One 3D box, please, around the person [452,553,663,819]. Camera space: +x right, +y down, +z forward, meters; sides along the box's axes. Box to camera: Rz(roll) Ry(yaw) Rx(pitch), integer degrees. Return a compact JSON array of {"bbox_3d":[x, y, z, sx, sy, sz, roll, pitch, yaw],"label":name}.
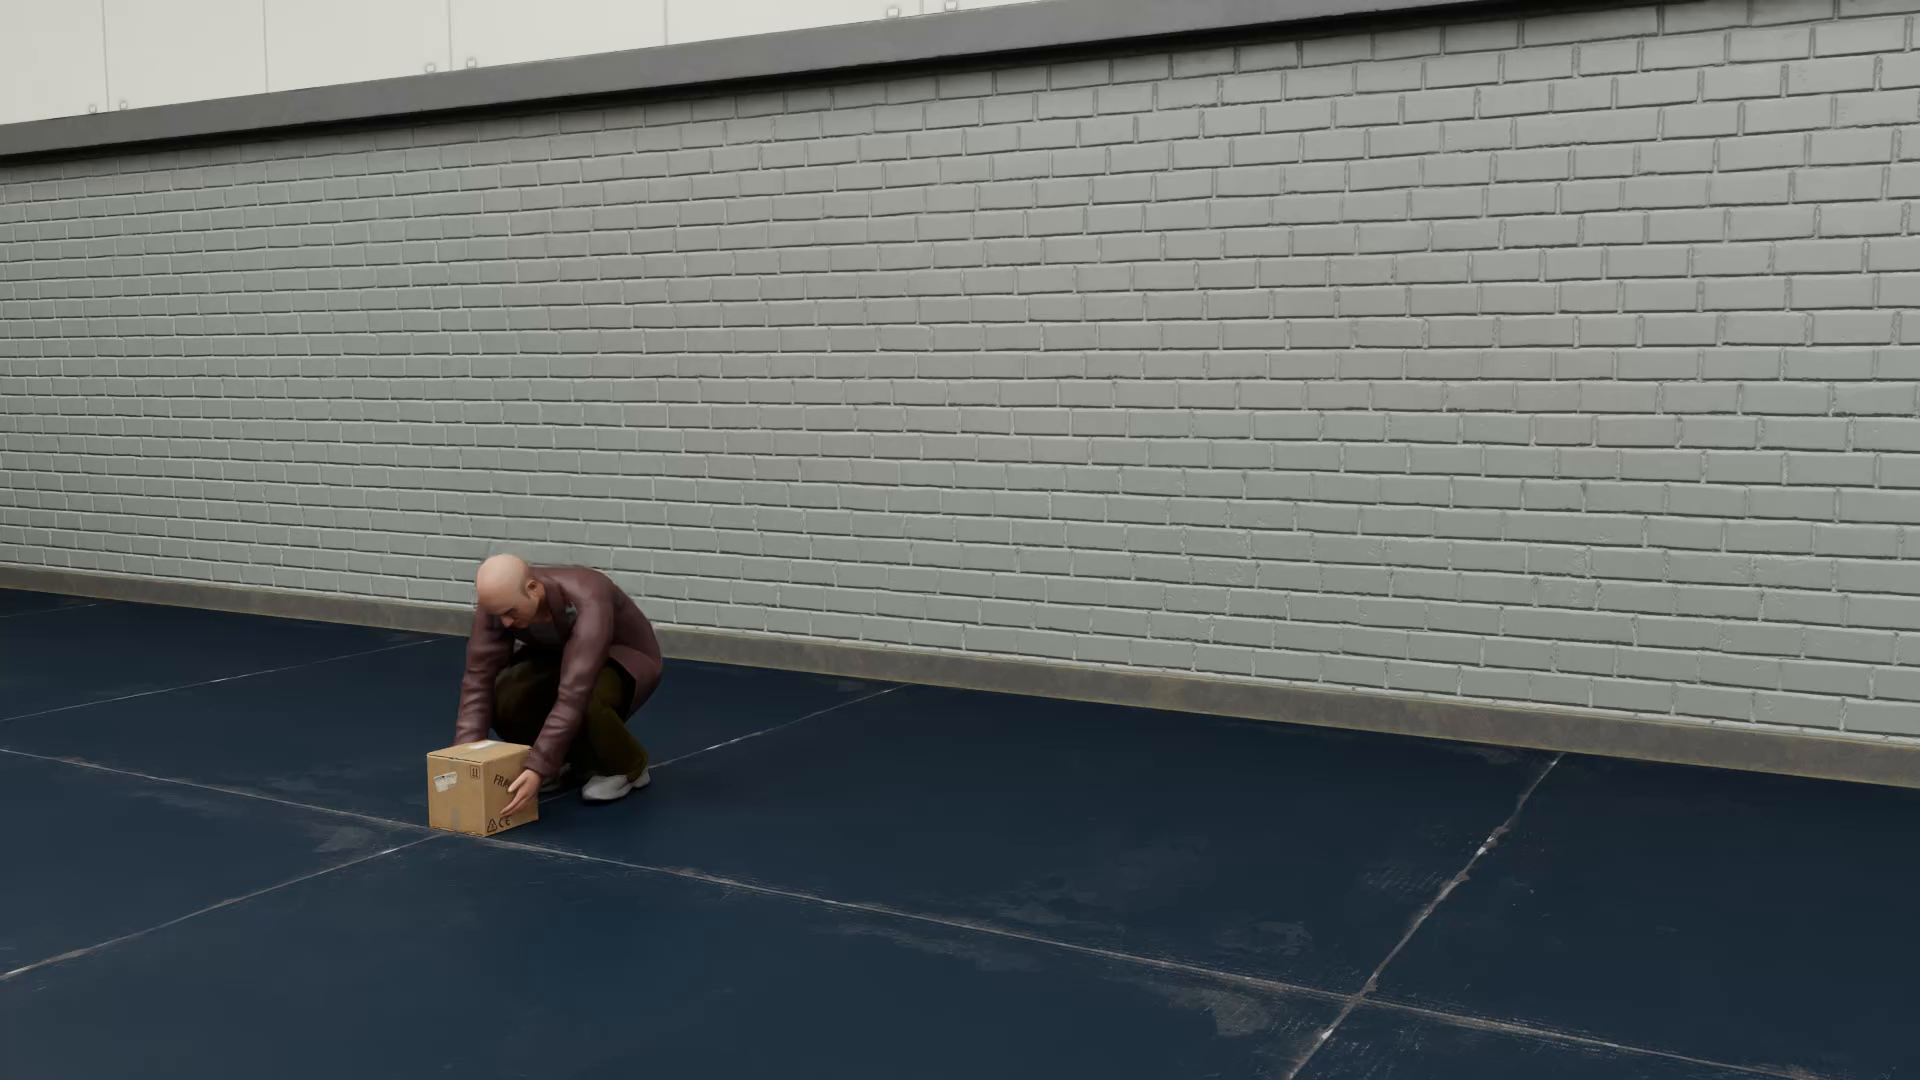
[{"bbox_3d":[-1.398,0.479,5.814,0.605,0.878,0.905,3,7,29],"label":"person"}]
